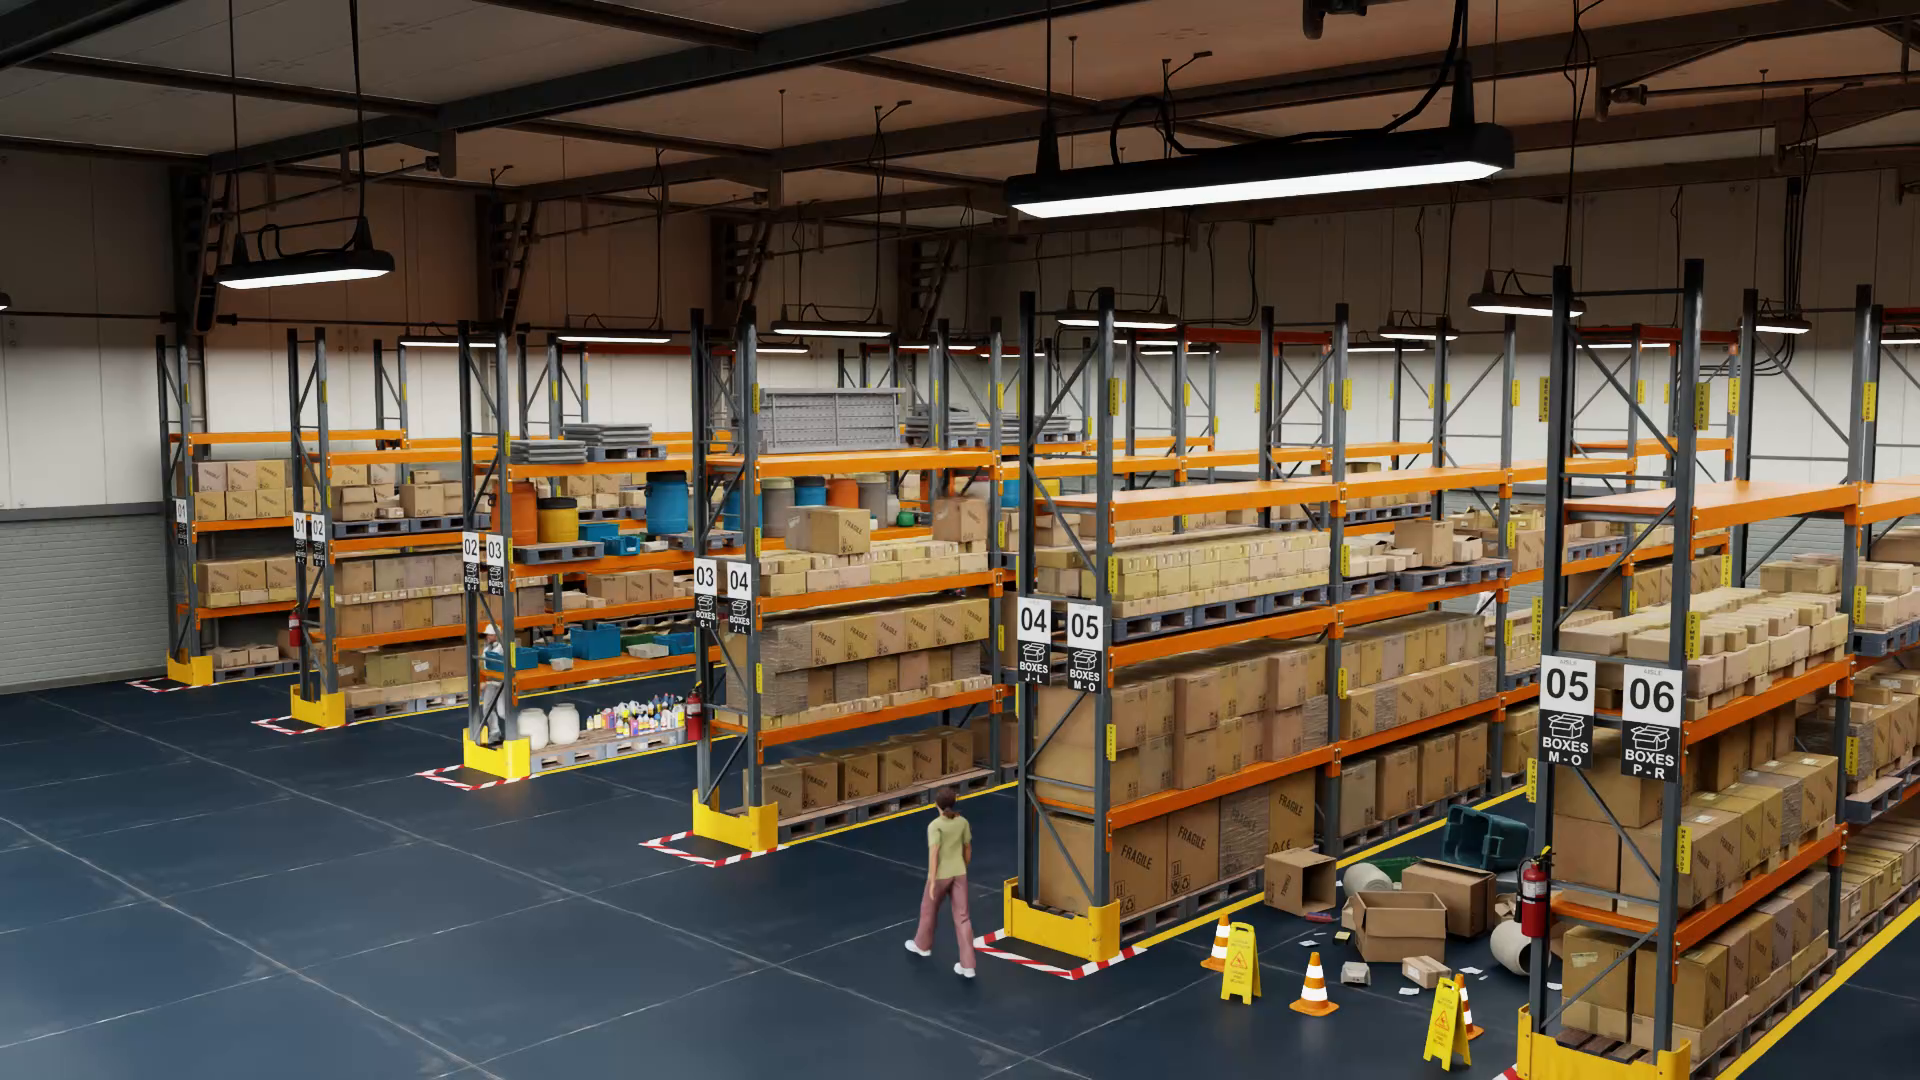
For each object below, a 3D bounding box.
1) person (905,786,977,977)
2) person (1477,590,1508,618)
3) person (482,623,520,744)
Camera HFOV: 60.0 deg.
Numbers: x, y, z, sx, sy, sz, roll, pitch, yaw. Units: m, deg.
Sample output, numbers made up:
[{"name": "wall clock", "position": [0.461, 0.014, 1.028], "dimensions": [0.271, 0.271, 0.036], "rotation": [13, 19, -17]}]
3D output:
[{"name": "person", "position": [-0.128, 2.968, 14.701], "dimensions": [0.485, 1.581, 1.021], "rotation": [-3, 6, -28]}, {"name": "person", "position": [9.663, 1.483, 30.176], "dimensions": [0.501, 1.671, 0.439], "rotation": [0, 5, -4]}, {"name": "person", "position": [-6.619, 2.045, 24.027], "dimensions": [0.624, 1.755, 0.638], "rotation": [3, 6, 30]}]
